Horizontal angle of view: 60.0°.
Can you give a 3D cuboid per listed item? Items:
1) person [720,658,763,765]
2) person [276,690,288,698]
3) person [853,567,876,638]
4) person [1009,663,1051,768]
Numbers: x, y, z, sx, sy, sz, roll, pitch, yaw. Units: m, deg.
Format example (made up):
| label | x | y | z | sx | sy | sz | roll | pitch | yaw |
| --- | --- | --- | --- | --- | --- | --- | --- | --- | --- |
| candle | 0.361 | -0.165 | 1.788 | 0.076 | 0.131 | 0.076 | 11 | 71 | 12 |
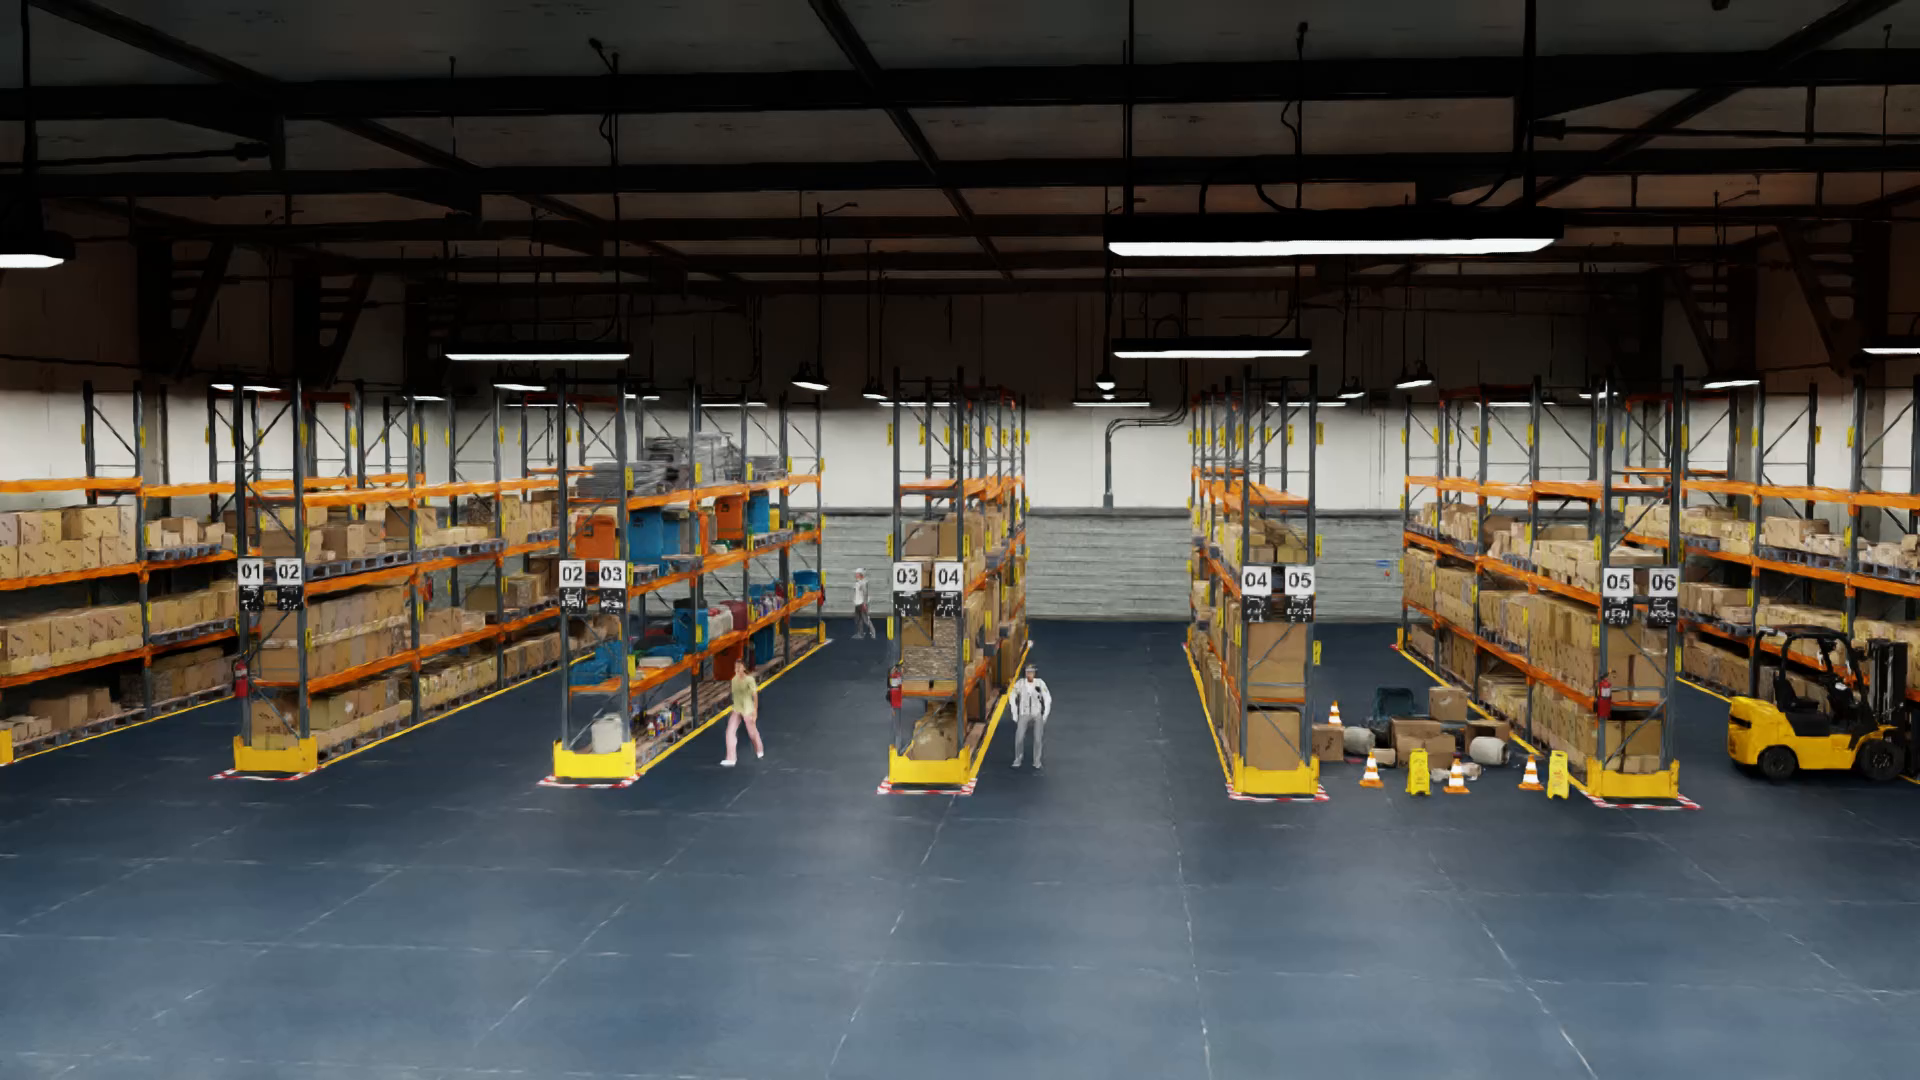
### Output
| label | x | y | z | sx | sy | sz | roll | pitch | yaw |
| --- | --- | --- | --- | --- | --- | --- | --- | --- | --- |
| person | -3.287 | 2.607 | 25.428 | 0.466 | 1.621 | 0.924 | 1 | 4 | 21 |
| person | -12.169 | 2.286 | 29.653 | 0.601 | 1.694 | 1.186 | 0 | 4 | 3 |
| person | -2.379 | 1.563 | 41.307 | 0.538 | 1.767 | 0.631 | -1 | 4 | -20 |
| person | 1.058 | 2.634 | 25.108 | 0.639 | 1.632 | 0.512 | 0 | 4 | 3 |
